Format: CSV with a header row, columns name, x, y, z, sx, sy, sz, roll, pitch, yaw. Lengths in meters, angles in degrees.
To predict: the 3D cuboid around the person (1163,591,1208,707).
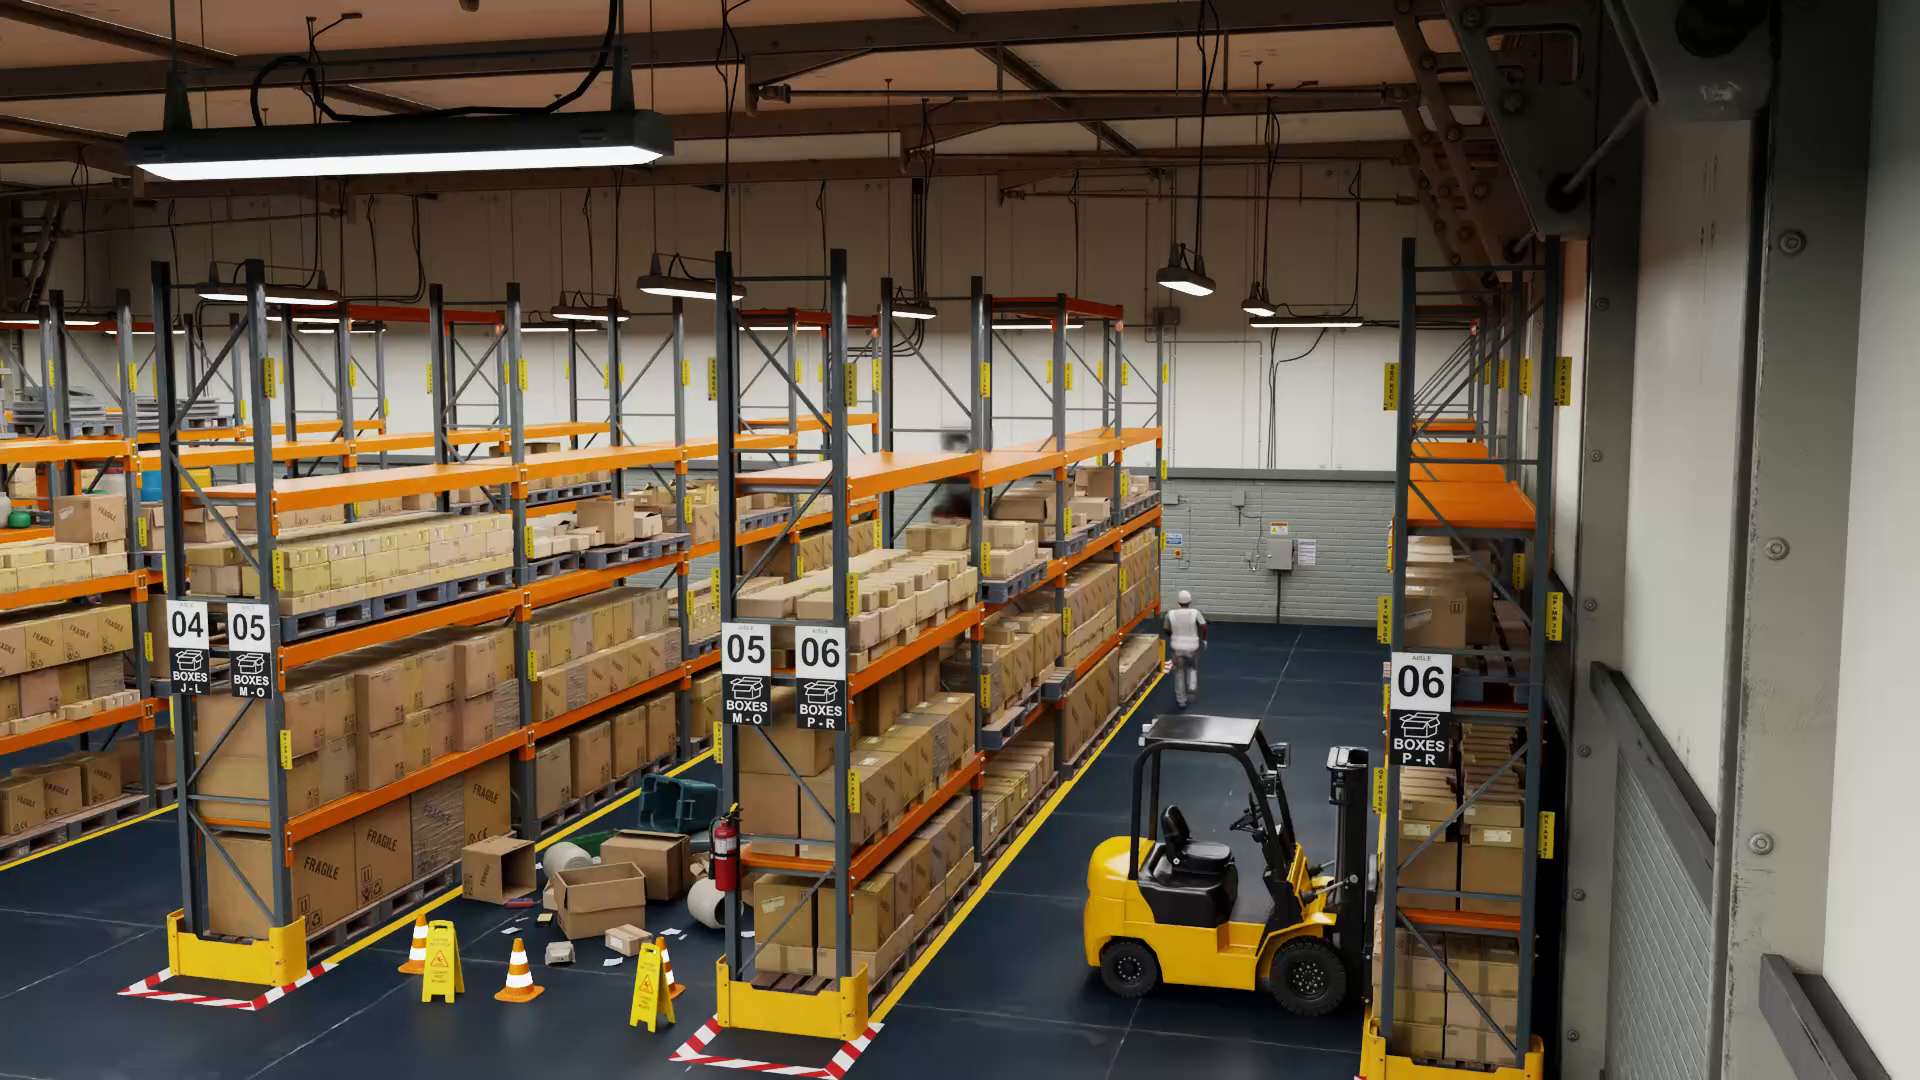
name,x,y,z,sx,sy,sz,roll,pitch,yaw
person,3.413,1.618,25.202,0.668,1.738,0.634,1,6,7
